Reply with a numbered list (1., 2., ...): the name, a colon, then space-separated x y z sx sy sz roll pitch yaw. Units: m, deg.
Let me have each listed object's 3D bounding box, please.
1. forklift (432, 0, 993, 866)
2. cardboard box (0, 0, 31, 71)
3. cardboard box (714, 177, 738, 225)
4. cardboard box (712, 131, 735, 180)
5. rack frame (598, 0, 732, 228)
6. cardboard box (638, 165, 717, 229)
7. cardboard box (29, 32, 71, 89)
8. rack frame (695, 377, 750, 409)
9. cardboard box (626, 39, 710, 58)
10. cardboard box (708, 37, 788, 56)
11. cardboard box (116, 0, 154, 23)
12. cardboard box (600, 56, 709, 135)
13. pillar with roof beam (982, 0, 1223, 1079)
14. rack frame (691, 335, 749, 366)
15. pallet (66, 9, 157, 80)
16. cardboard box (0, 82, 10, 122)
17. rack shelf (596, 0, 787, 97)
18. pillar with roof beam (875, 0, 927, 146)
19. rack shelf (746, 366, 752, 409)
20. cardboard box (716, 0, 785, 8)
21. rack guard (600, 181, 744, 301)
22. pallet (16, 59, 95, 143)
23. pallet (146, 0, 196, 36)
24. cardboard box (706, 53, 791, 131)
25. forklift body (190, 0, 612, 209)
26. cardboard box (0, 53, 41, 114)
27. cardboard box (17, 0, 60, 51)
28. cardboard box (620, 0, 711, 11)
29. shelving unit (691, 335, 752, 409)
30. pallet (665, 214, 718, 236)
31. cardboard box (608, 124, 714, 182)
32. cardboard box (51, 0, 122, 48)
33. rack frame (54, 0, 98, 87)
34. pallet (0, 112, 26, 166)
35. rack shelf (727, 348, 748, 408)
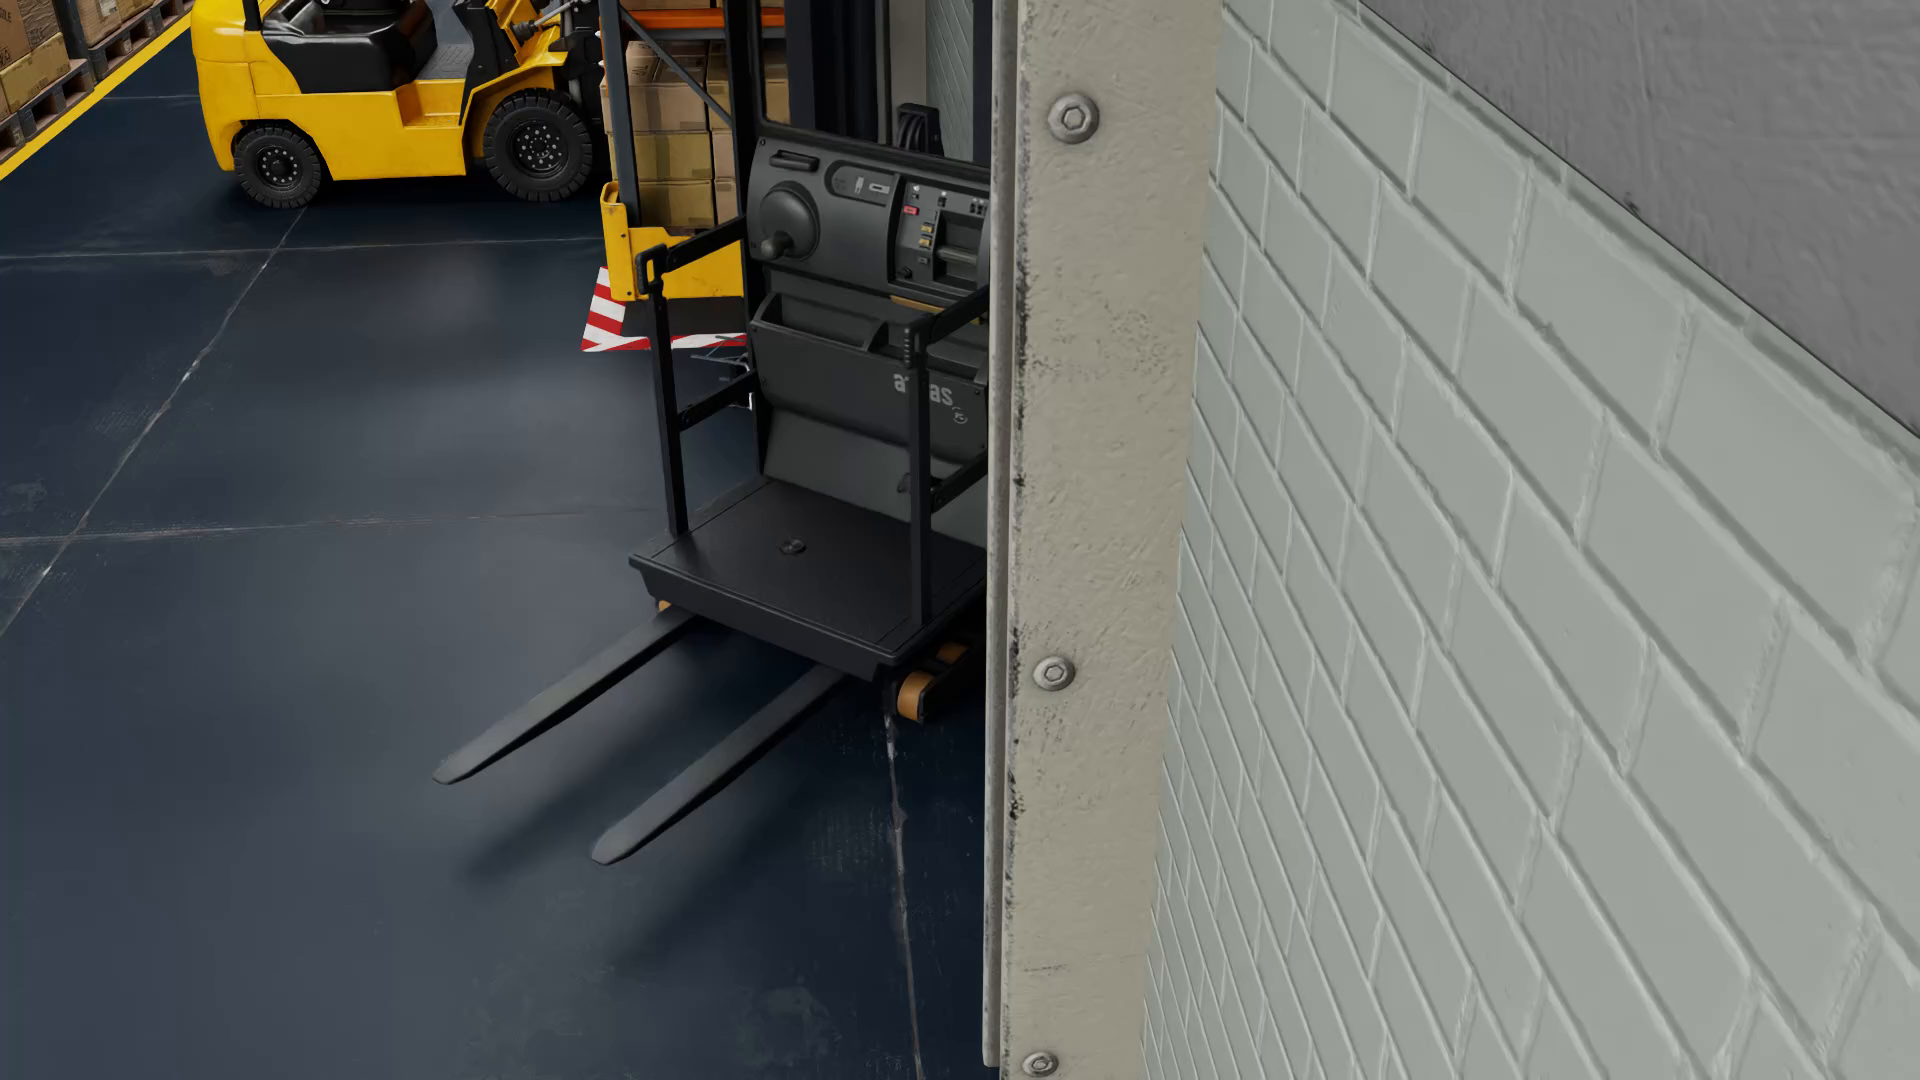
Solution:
1. forklift: -0.387 -0.954 4.988 1.130 2.935 3.031 18 35 28
2. cardboard box: -6.109 -3.170 10.172 0.500 0.500 0.500 -2 31 -4
3. cardboard box: -1.017 -1.854 8.701 0.500 0.250 0.500 -3 31 -4
4. cardboard box: -1.003 -2.059 8.556 0.500 0.250 0.500 -2 31 -4
5. rack frame: -1.165 -2.594 7.668 1.000 3.000 0.127 -3 31 -5
6. cardboard box: -1.524 -1.819 8.642 0.500 0.250 0.500 -3 31 -4
7. cardboard box: -6.158 -3.108 10.800 0.500 0.250 0.500 -1 31 -2
8. rack frame: -0.696 -0.595 7.232 0.900 0.006 0.240 10 32 18
9. cardboard box: -1.573 -2.504 8.814 0.500 0.250 0.500 -2 31 -4
10. cardboard box: -1.072 -2.533 8.862 0.500 0.250 0.500 -3 31 -5
11. cardboard box: -6.603 -4.084 12.314 0.950 0.372 0.625 -1 31 -1
12. cardboard box: -1.519 -2.244 8.378 0.500 0.250 0.500 -2 31 -3
13. pillar with roof beam: -4.059 -2.299 1.323 9.100 9.000 0.400 -3 31 -5
14. rack frame: -0.698 -0.770 7.129 0.900 0.006 0.240 10 32 18
15. pallet: -6.555 -3.597 12.066 1.003 0.211 1.213 -3 31 -5
16. cardboard box: -6.055 -2.576 9.910 0.500 0.250 0.500 -2 31 -4
17. rack shelf: -1.352 -3.307 9.562 1.077 0.370 4.000 -3 31 -5
18. pillar with roof beam: -4.619 -5.362 6.452 9.100 9.000 0.400 -3 31 -5
19. rack shelf: -0.834 -0.708 7.225 0.077 0.200 0.258 10 32 18
20. cardboard box: -0.935 -2.904 8.088 0.500 0.500 0.500 -2 31 -3
21. rack guard: -1.163 -1.509 8.289 1.175 0.500 0.348 -3 31 -5
22. pallet: -6.383 -2.859 10.830 1.003 0.211 1.213 -3 31 -5
23. pallet: -6.672 -4.221 13.112 1.003 0.211 1.213 -3 31 -5
24. cardboard box: -1.022 -2.278 8.435 0.500 0.250 0.500 -3 31 -5
25. forklift body: -3.159 -3.111 9.360 2.313 2.155 1.214 -3 31 -5
26. cardboard box: -6.098 -2.836 10.345 0.500 0.250 0.500 -4 31 -6
27. cardboard box: -6.158 -3.429 10.607 0.500 0.500 0.500 -3 31 -5
28. cardboard box: -1.473 -2.876 8.042 0.500 0.500 0.500 -3 31 -6
29. shelving unit: -0.697 -0.683 7.181 0.900 0.210 0.258 10 32 18
30. pallet: -1.279 -1.786 9.034 1.003 0.211 1.213 -3 31 -5
31. cardboard box: -1.522 -2.042 8.528 0.500 0.250 0.500 -3 31 -5
32. cardboard box: -6.532 -3.717 11.700 0.950 0.372 0.625 -2 31 -4
33. rack frame: -6.481 -4.397 10.686 1.000 3.000 0.127 -3 31 -5
34. pallet: -6.266 -2.234 9.785 1.003 0.211 1.213 -3 31 -5
35. rack shelf: -0.919 -0.723 7.253 0.077 0.200 0.258 10 32 18
